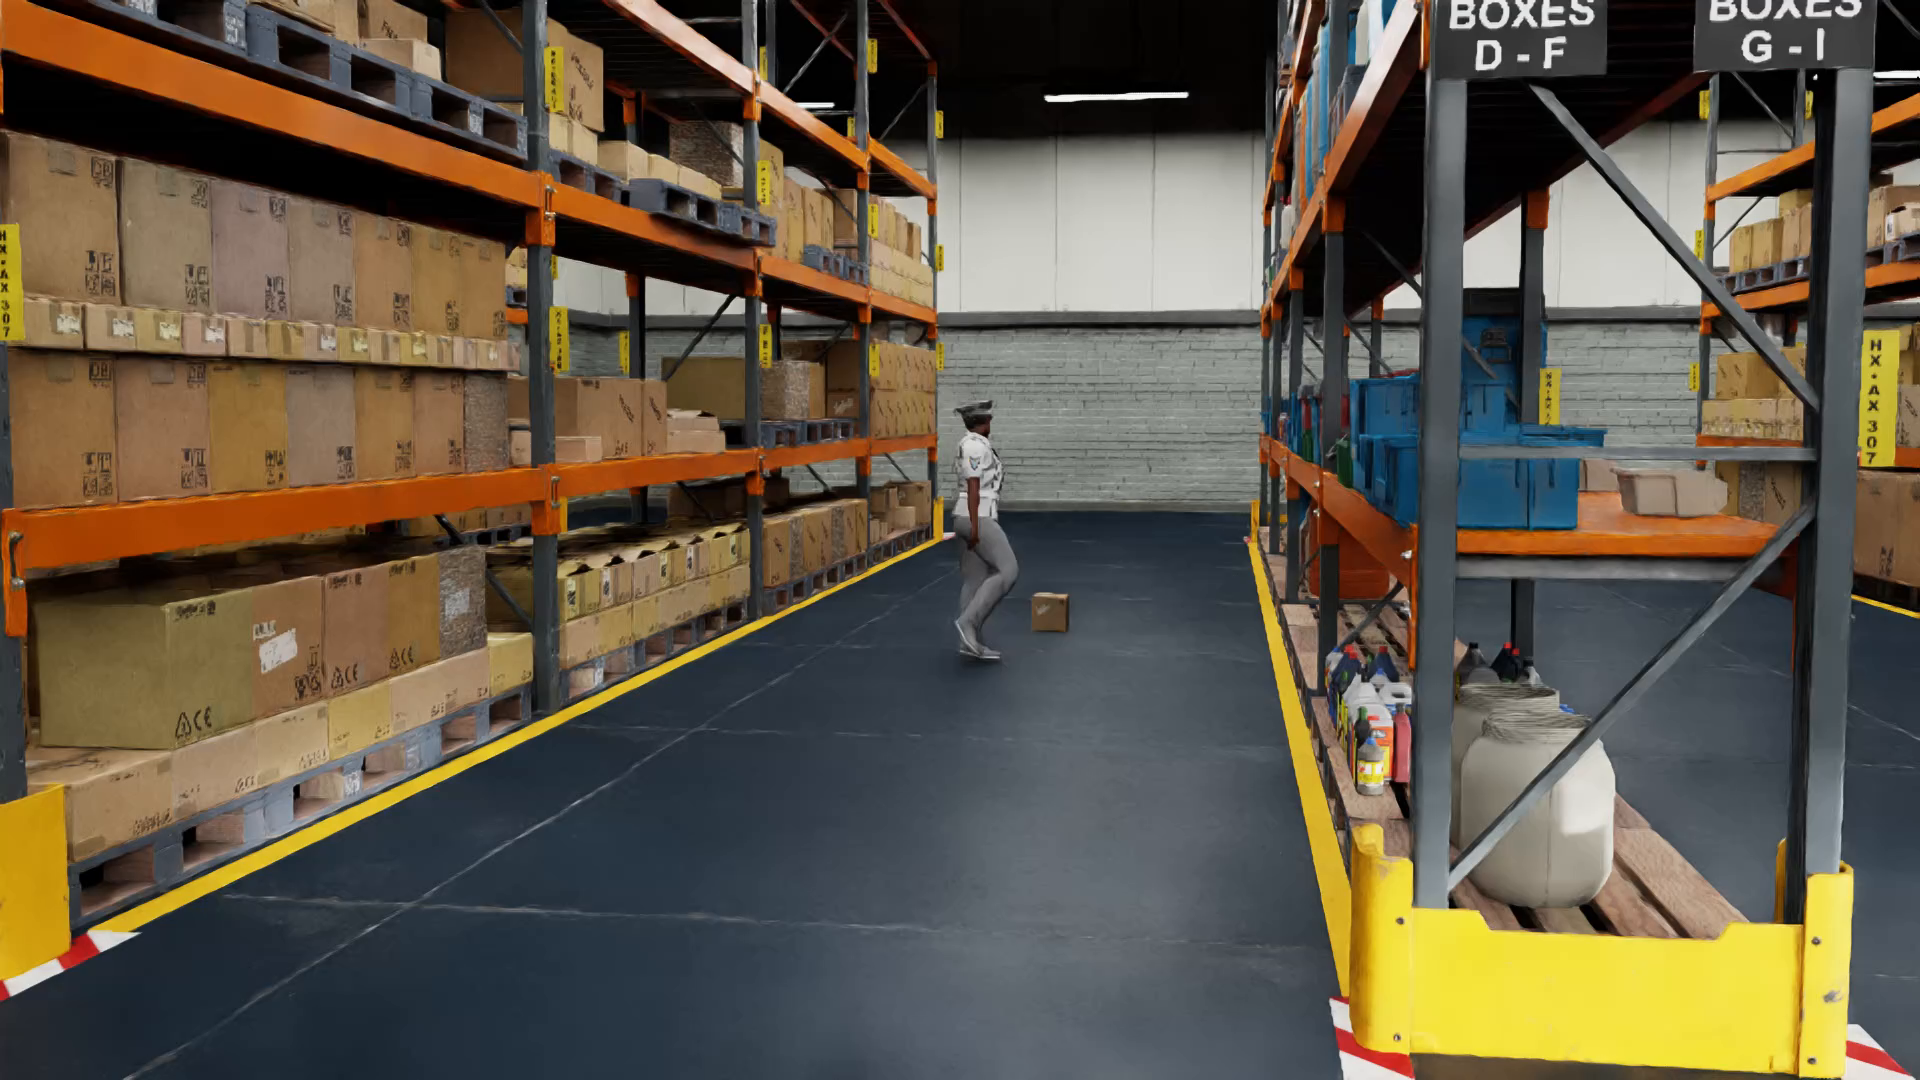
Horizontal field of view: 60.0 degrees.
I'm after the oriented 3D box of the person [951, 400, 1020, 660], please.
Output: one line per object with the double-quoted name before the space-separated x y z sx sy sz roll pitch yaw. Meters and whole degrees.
"person" 0.160 -0.068 10.654 0.438 1.656 0.664 0 5 -1
